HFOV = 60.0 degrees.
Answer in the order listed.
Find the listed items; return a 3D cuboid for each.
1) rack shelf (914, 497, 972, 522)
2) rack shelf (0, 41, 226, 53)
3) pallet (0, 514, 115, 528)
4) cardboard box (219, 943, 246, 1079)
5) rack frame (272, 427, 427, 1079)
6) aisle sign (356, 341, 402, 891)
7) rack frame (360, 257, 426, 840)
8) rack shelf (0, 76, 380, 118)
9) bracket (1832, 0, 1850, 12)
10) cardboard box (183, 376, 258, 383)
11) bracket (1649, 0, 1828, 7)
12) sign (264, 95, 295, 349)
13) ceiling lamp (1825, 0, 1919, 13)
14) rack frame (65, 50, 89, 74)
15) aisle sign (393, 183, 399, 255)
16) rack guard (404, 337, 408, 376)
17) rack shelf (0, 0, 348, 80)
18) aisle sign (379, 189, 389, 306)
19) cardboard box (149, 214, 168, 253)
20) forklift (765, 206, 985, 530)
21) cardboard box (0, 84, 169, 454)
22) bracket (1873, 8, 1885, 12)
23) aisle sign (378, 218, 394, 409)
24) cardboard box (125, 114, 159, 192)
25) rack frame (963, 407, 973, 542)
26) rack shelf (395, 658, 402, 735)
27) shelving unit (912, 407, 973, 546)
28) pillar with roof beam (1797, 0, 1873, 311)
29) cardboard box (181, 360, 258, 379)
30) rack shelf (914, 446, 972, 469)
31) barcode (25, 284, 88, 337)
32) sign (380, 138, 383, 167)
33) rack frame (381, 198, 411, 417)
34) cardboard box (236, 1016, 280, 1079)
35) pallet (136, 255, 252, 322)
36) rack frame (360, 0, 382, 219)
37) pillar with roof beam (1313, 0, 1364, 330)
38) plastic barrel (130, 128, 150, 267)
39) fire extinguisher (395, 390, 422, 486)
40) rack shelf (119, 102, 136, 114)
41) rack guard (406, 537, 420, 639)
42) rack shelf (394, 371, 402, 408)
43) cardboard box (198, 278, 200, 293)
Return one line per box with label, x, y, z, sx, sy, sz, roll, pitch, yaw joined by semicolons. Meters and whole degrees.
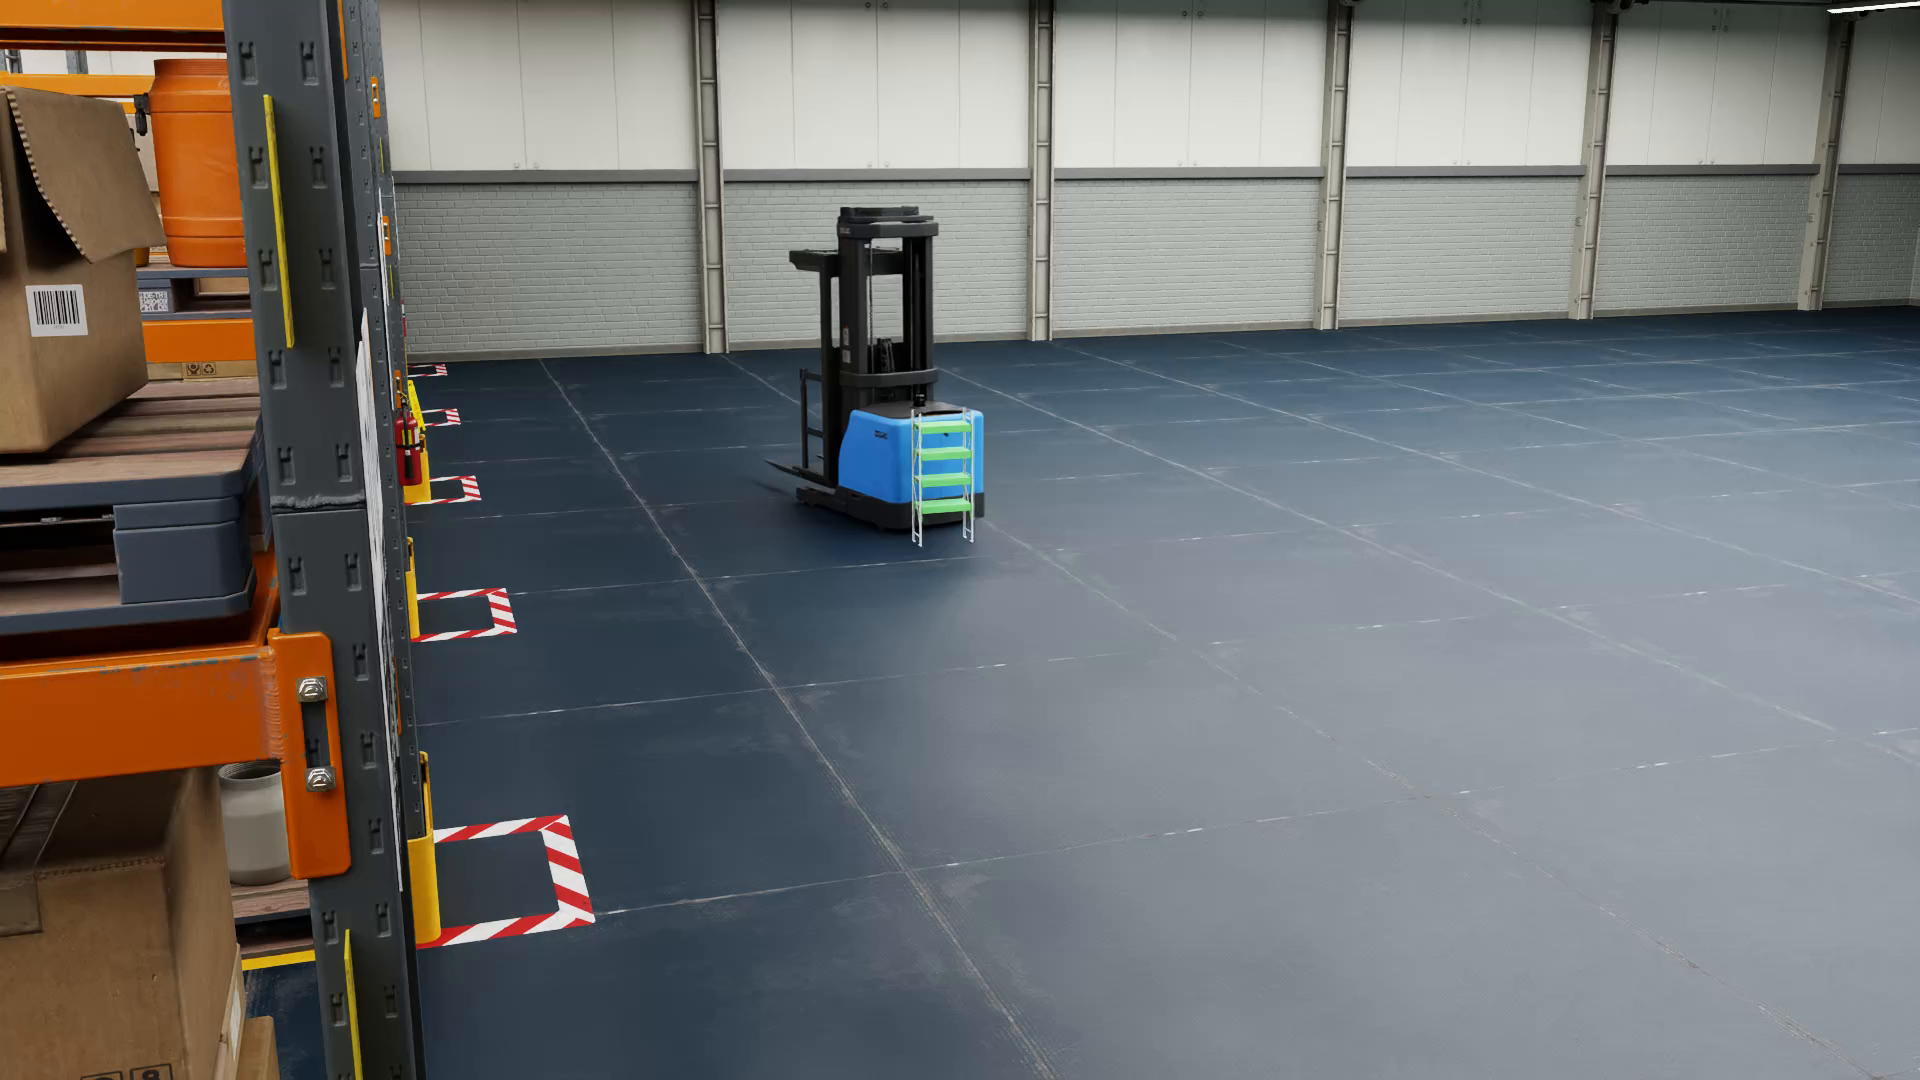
rack shelf;-0.157;-0.276;15.023;0.480;0.148;0.258;-4;14;-18
rack shelf;-6.115;-3.283;11.058;4.000;0.370;1.077;-4;14;-18
pallet;-8.751;-0.346;16.140;1.213;0.211;1.003;-4;14;-18
cardboard box;-1.504;0.927;3.144;0.250;0.149;0.380;-5;14;-18
rack frame;-1.063;1.310;3.154;0.127;3.000;1.000;-4;14;-18
aisle sign;-0.908;0.105;2.603;0.004;0.787;0.394;-4;14;-18
rack frame;-2.640;0.223;7.723;0.127;3.000;1.000;-4;14;-18
rack shelf;-7.601;-4.185;15.709;4.000;0.370;1.077;-4;14;-18
bracket;18.239;-11.047;34.359;0.430;0.232;0.235;-4;14;-18
cardboard box;-5.185;-0.959;11.832;0.500;0.500;0.875;-4;14;-18
bracket;15.797;-10.856;33.560;4.783;0.066;0.076;-4;14;-18
sign;-0.904;-0.422;2.209;0.005;0.325;0.100;-4;14;-18
ceiling lamp;16.372;-10.917;28.978;0.800;3.185;2.000;-4;14;-18
rack frame;-12.758;-6.748;24.067;0.127;3.000;1.000;-4;14;-18
aisle sign;-5.543;-3.163;16.339;0.004;0.787;0.394;-4;14;-18
rack guard;-8.944;-2.911;26.299;0.348;0.500;1.175;-4;14;-18
rack shelf;-4.535;-2.003;6.537;4.000;0.370;1.077;-4;14;-18
aisle sign;-4.065;-2.067;11.731;0.004;0.787;0.394;-4;14;-18
cardboard box;-5.556;-2.085;11.267;0.500;0.250;0.500;-4;14;-17
forklift;-0.984;-1.806;16.401;1.130;2.935;3.031;-8;16;-32
cardboard box;-1.609;-0.431;2.556;0.637;0.503;0.797;-3;14;-14
bracket;19.026;-11.108;34.617;0.430;0.232;0.235;-4;14;-18
aisle sign;-2.477;-0.982;7.170;0.004;0.787;0.394;-4;14;-18
cardboard box;-5.608;-2.589;11.124;0.500;0.500;0.500;-4;14;-18
rack frame;0.074;-0.590;15.028;0.015;1.200;0.240;-4;14;-18
rack shelf;-4.535;0.721;7.185;4.000;0.370;1.077;-4;14;-18
shelving unit;-0.157;-0.571;14.953;0.503;1.200;0.258;-4;14;-18
pillar with roof beam;19.892;-8.460;31.262;0.548;9.000;9.100;-4;14;-18
cardboard box;-5.134;-1.410;11.569;0.500;0.500;0.500;-4;14;-18
rack shelf;-0.157;-0.743;14.912;0.480;0.148;0.258;-4;14;-18
barcode;-1.196;-0.304;2.202;0.075;0.075;0.001;-4;14;-18
sign;-5.546;-3.690;15.949;0.005;0.325;0.100;-4;14;-18
rack frame;-5.706;-1.958;16.894;0.127;3.000;1.000;-4;14;-18
cardboard box;-1.510;1.293;3.010;0.500;0.500;0.700;-4;14;-18
pallet;-3.455;-1.105;7.231;1.213;0.211;1.003;-4;14;-18
rack frame;-4.219;-3.782;11.595;0.127;3.000;1.000;-4;14;-18
pillar with roof beam;8.519;-7.574;27.539;0.548;9.000;9.100;-4;14;-18
plastic barrel;-3.680;-1.420;6.834;0.600;0.588;0.600;0;13;0
fire extinguisher;-3.964;-0.733;11.909;0.183;0.674;0.296;-4;14;-18
rack shelf;-10.862;-6.351;24.817;4.000;0.370;1.077;-4;14;-18
rack guard;-4.291;0.359;12.555;0.348;0.500;1.175;-4;14;-18
rack shelf;-7.601;-1.461;16.357;4.000;0.370;1.077;-4;14;-18
cardboard box;-7.596;-2.398;16.084;0.500;0.550;0.875;-4;14;-18
